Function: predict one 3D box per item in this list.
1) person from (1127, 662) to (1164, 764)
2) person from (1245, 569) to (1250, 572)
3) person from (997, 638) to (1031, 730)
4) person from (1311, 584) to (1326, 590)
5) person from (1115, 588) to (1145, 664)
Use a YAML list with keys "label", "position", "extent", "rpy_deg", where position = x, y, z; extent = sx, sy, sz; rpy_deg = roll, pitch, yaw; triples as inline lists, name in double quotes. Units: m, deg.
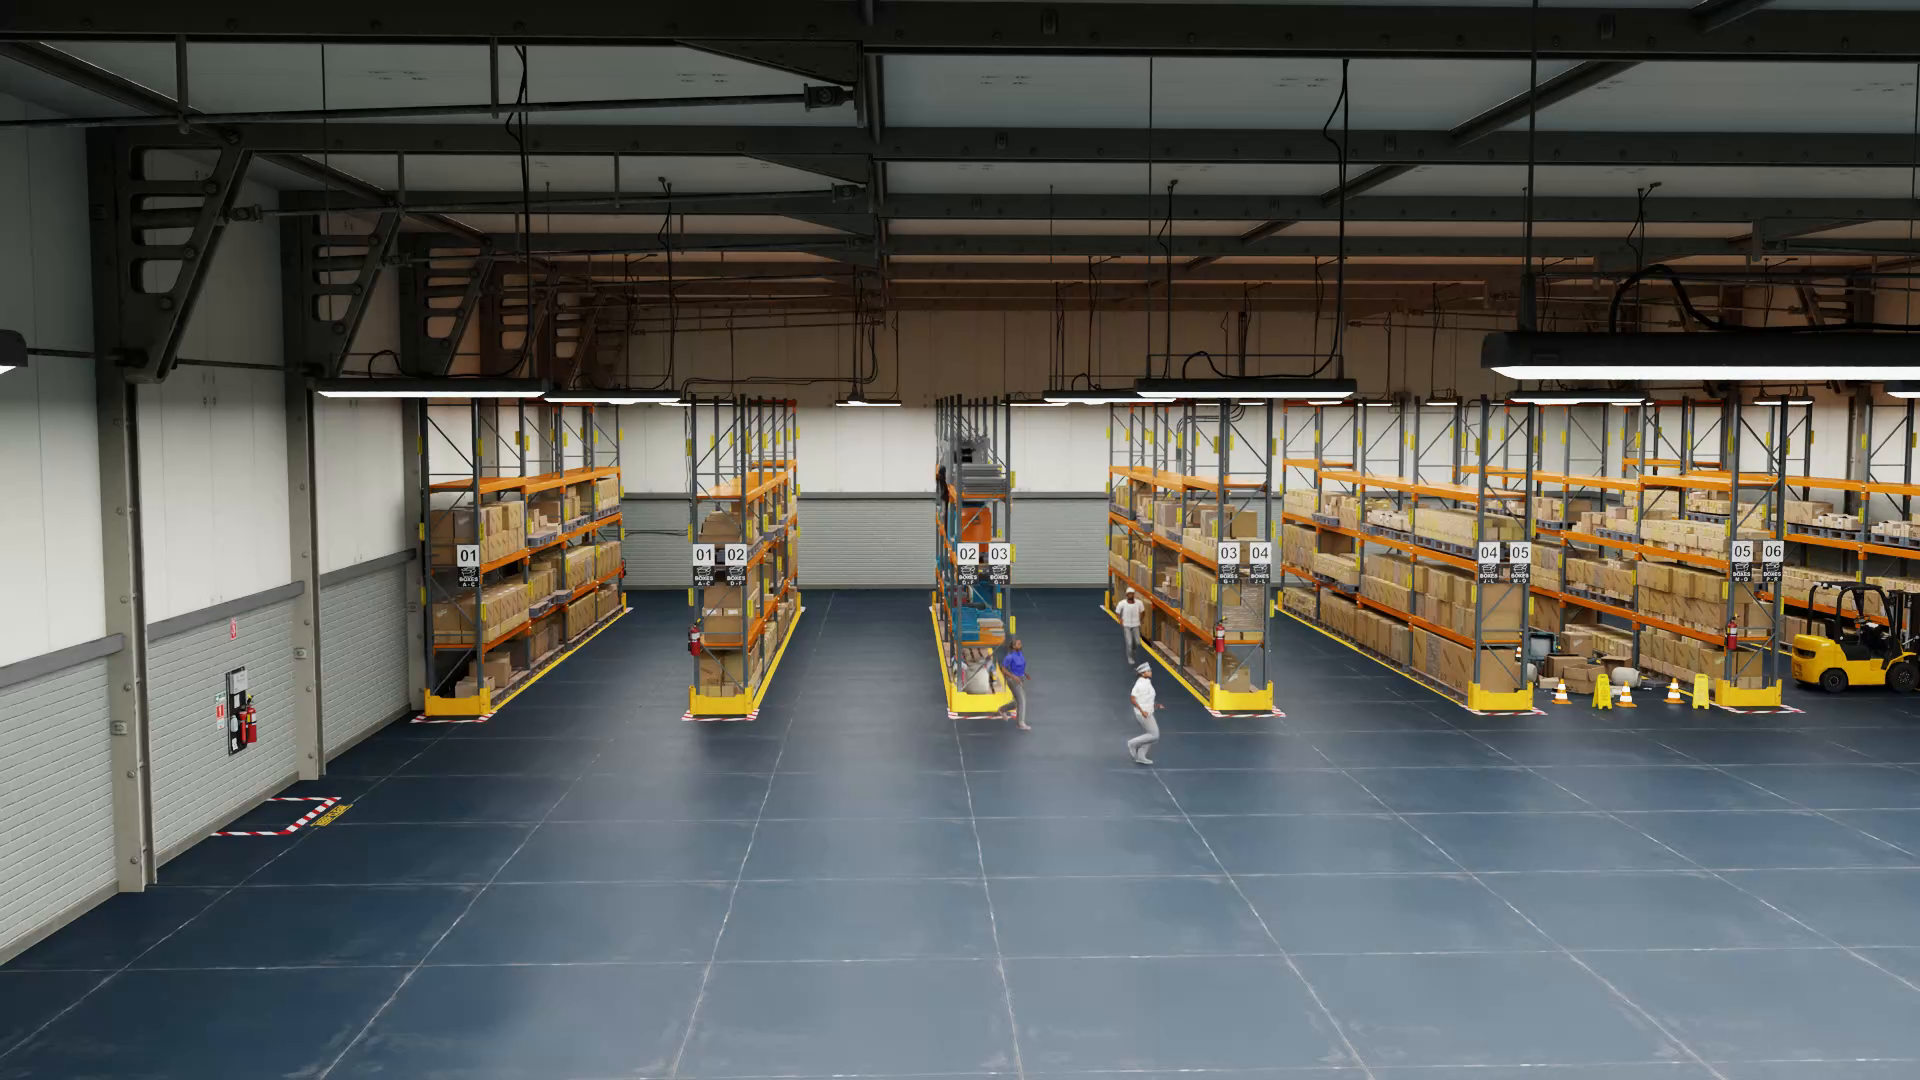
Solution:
- label: "person"
  position: [2.996, 2.790, 26.837]
  extent: [0.558, 1.658, 0.574]
  rpy_deg: [1, 5, 16]
- label: "person"
  position: [8.068, 1.110, 47.853]
  extent: [0.684, 1.700, 0.530]
  rpy_deg: [4, 6, 41]
- label: "person"
  position: [0.954, 2.564, 29.803]
  extent: [0.729, 1.630, 0.598]
  rpy_deg: [3, 5, 31]
- label: "person"
  position: [10.557, 1.054, 49.012]
  extent: [0.594, 1.656, 0.780]
  rpy_deg: [3, 6, 38]
- label: "person"
  position: [3.836, 1.924, 37.331]
  extent: [0.679, 1.719, 0.576]
  rpy_deg: [0, 5, -3]
